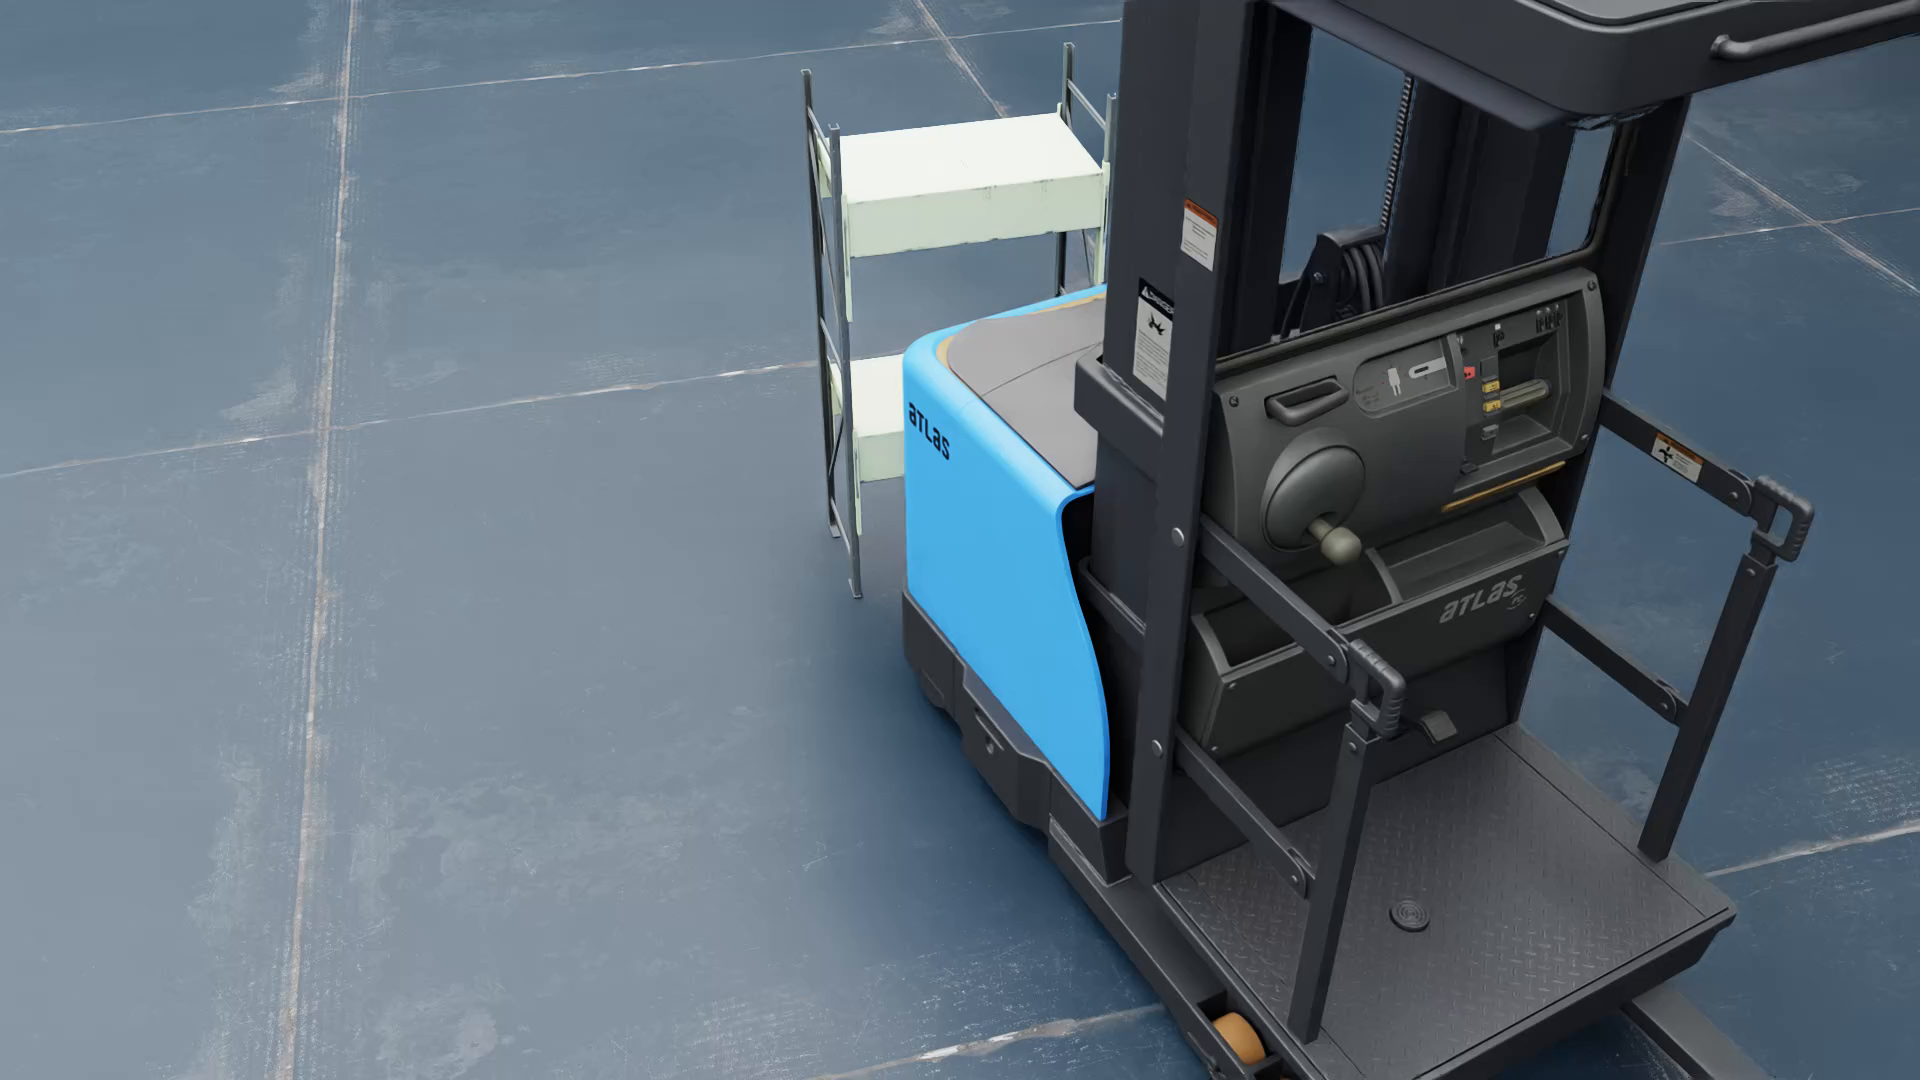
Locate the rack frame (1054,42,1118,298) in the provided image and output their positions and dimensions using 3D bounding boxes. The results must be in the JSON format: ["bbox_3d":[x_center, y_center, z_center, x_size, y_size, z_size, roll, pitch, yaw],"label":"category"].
[{"bbox_3d":[0.347,-0.653,4.869,0.023,1.500,0.400,-9,38,-12],"label":"rack frame"}]

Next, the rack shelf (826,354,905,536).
[{"bbox_3d":[-0.006,-0.336,4.991,0.720,0.370,0.431,-9,38,-12],"label":"rack shelf"}]

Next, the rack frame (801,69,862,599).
[{"bbox_3d":[-0.360,-0.537,4.717,0.023,1.500,0.400,-9,38,-12],"label":"rack frame"}]

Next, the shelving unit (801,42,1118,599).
[{"bbox_3d":[-0.006,-0.595,4.793,0.755,1.500,0.431,-9,38,-12],"label":"shelving unit"}]

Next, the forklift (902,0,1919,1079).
[{"bbox_3d":[0.994,-0.170,3.060,1.130,2.935,3.031,-19,41,-23],"label":"forklift"}]

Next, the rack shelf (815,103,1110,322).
[{"bbox_3d":[-0.006,-0.905,4.556,0.720,0.370,0.431,-9,38,-12],"label":"rack shelf"}]
